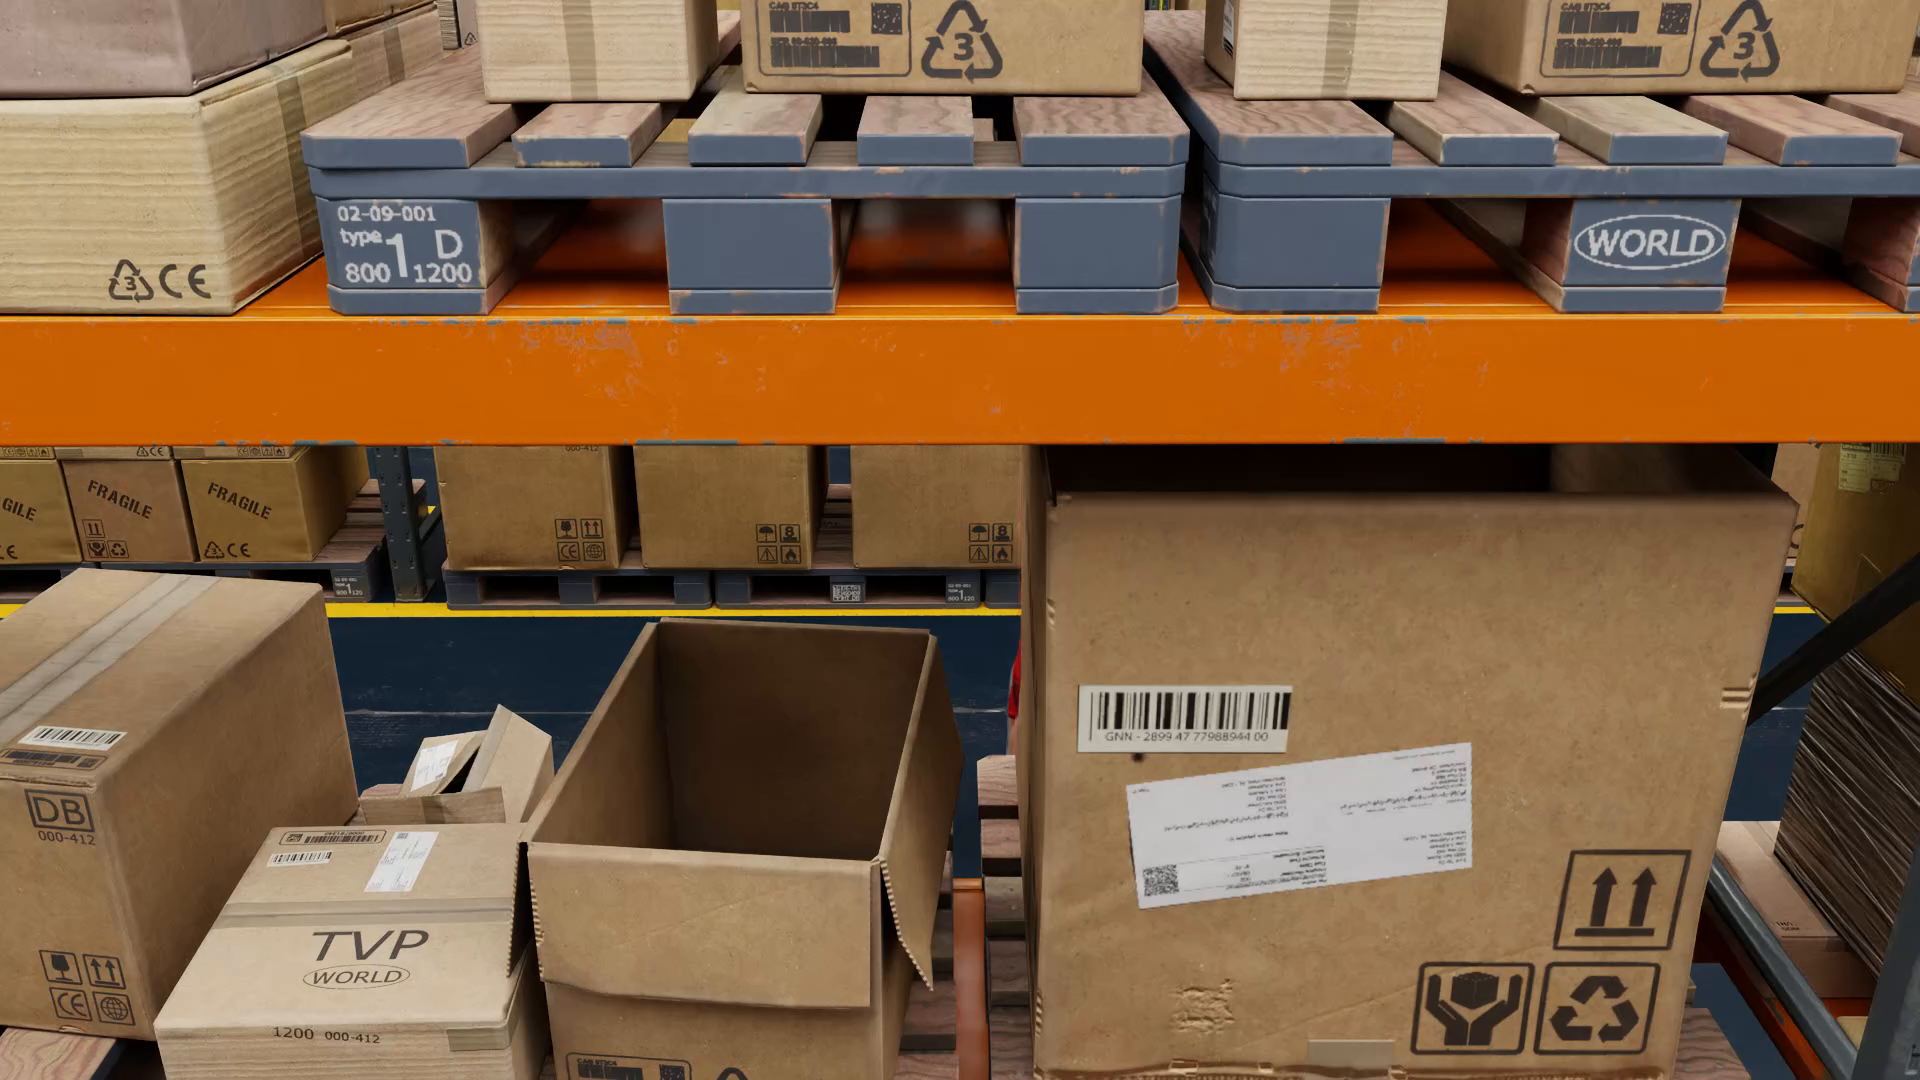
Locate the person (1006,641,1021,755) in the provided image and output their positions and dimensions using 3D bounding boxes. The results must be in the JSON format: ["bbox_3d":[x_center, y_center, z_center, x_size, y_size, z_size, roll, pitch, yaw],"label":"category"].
[{"bbox_3d":[0.432,0.601,5.568,0.568,1.085,0.844,0,24,-1],"label":"person"}]
